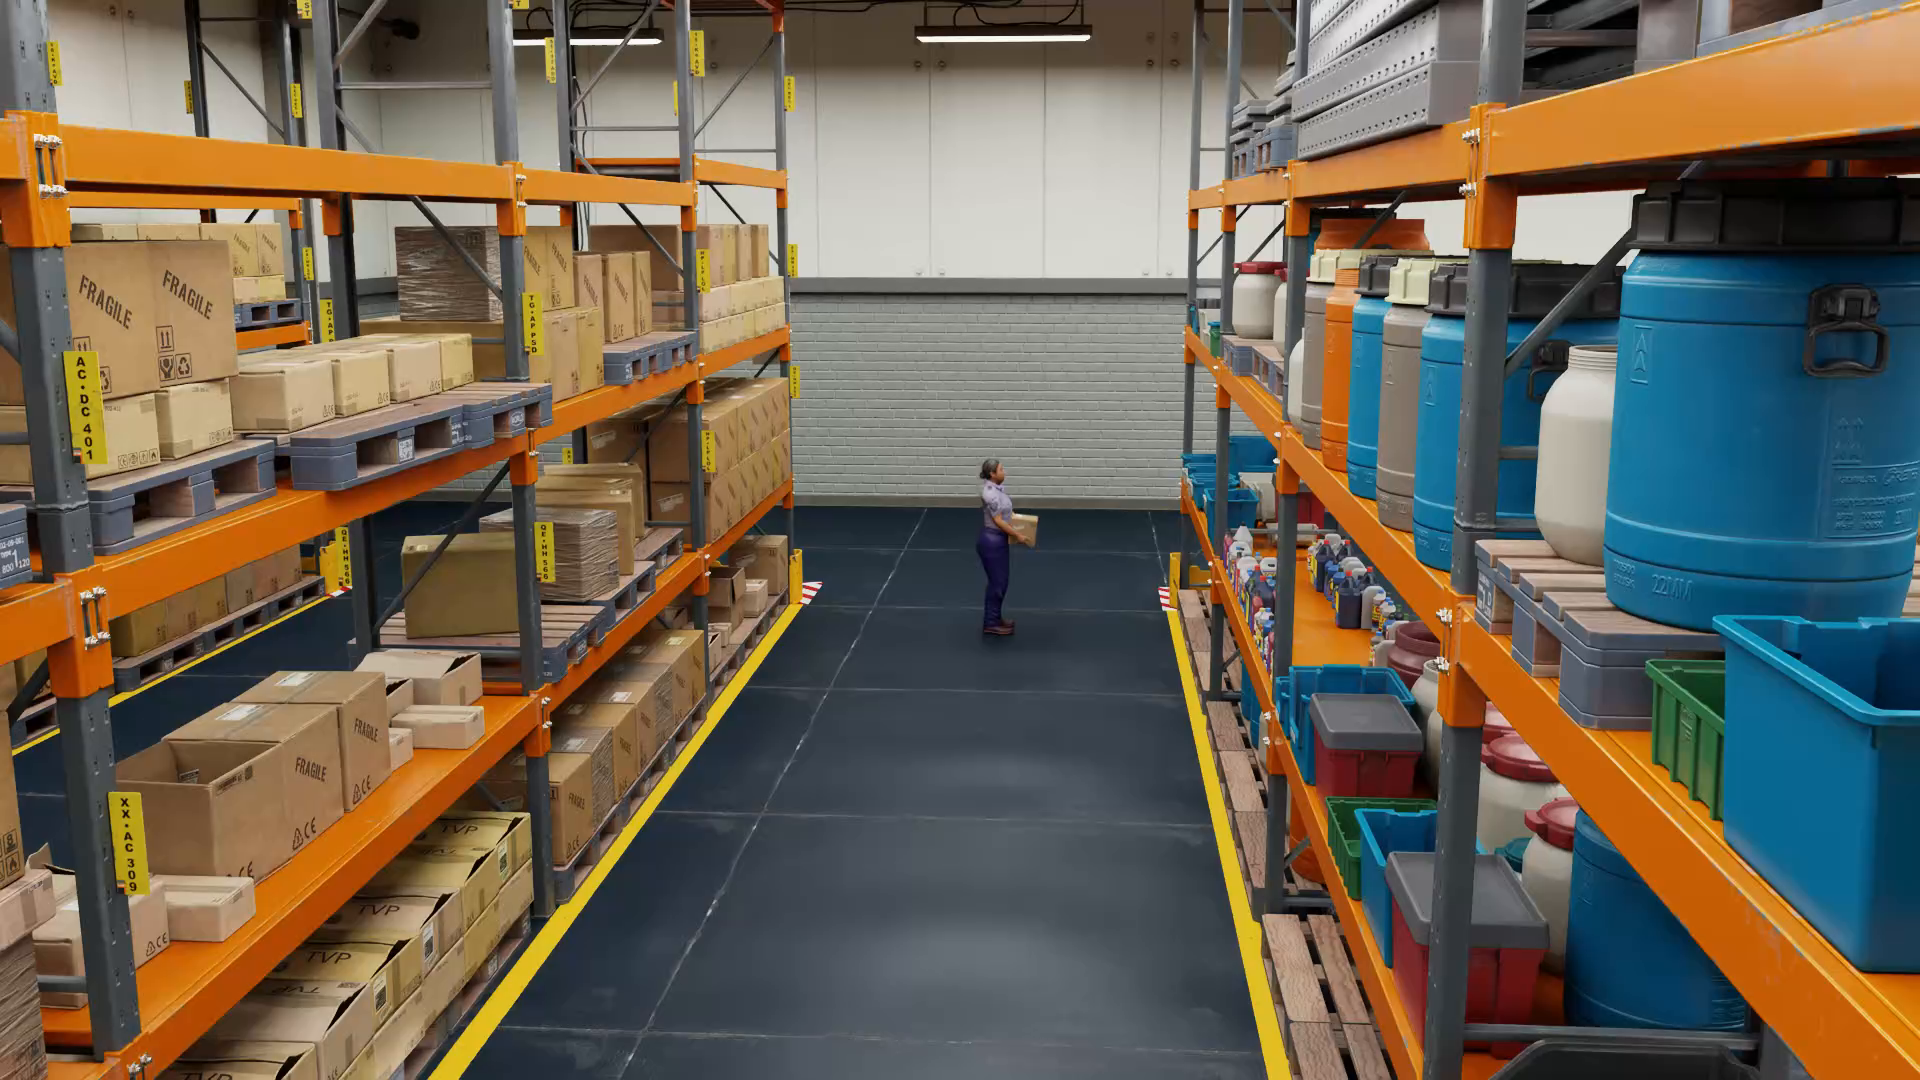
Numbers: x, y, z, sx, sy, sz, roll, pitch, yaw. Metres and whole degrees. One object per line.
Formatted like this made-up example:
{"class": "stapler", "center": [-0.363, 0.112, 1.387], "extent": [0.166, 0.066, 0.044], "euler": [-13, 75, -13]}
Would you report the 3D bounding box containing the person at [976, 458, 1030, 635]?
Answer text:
{"class": "person", "center": [0.412, 0.048, 15.714], "extent": [0.511, 1.647, 0.471], "euler": [1, 11, 4]}
